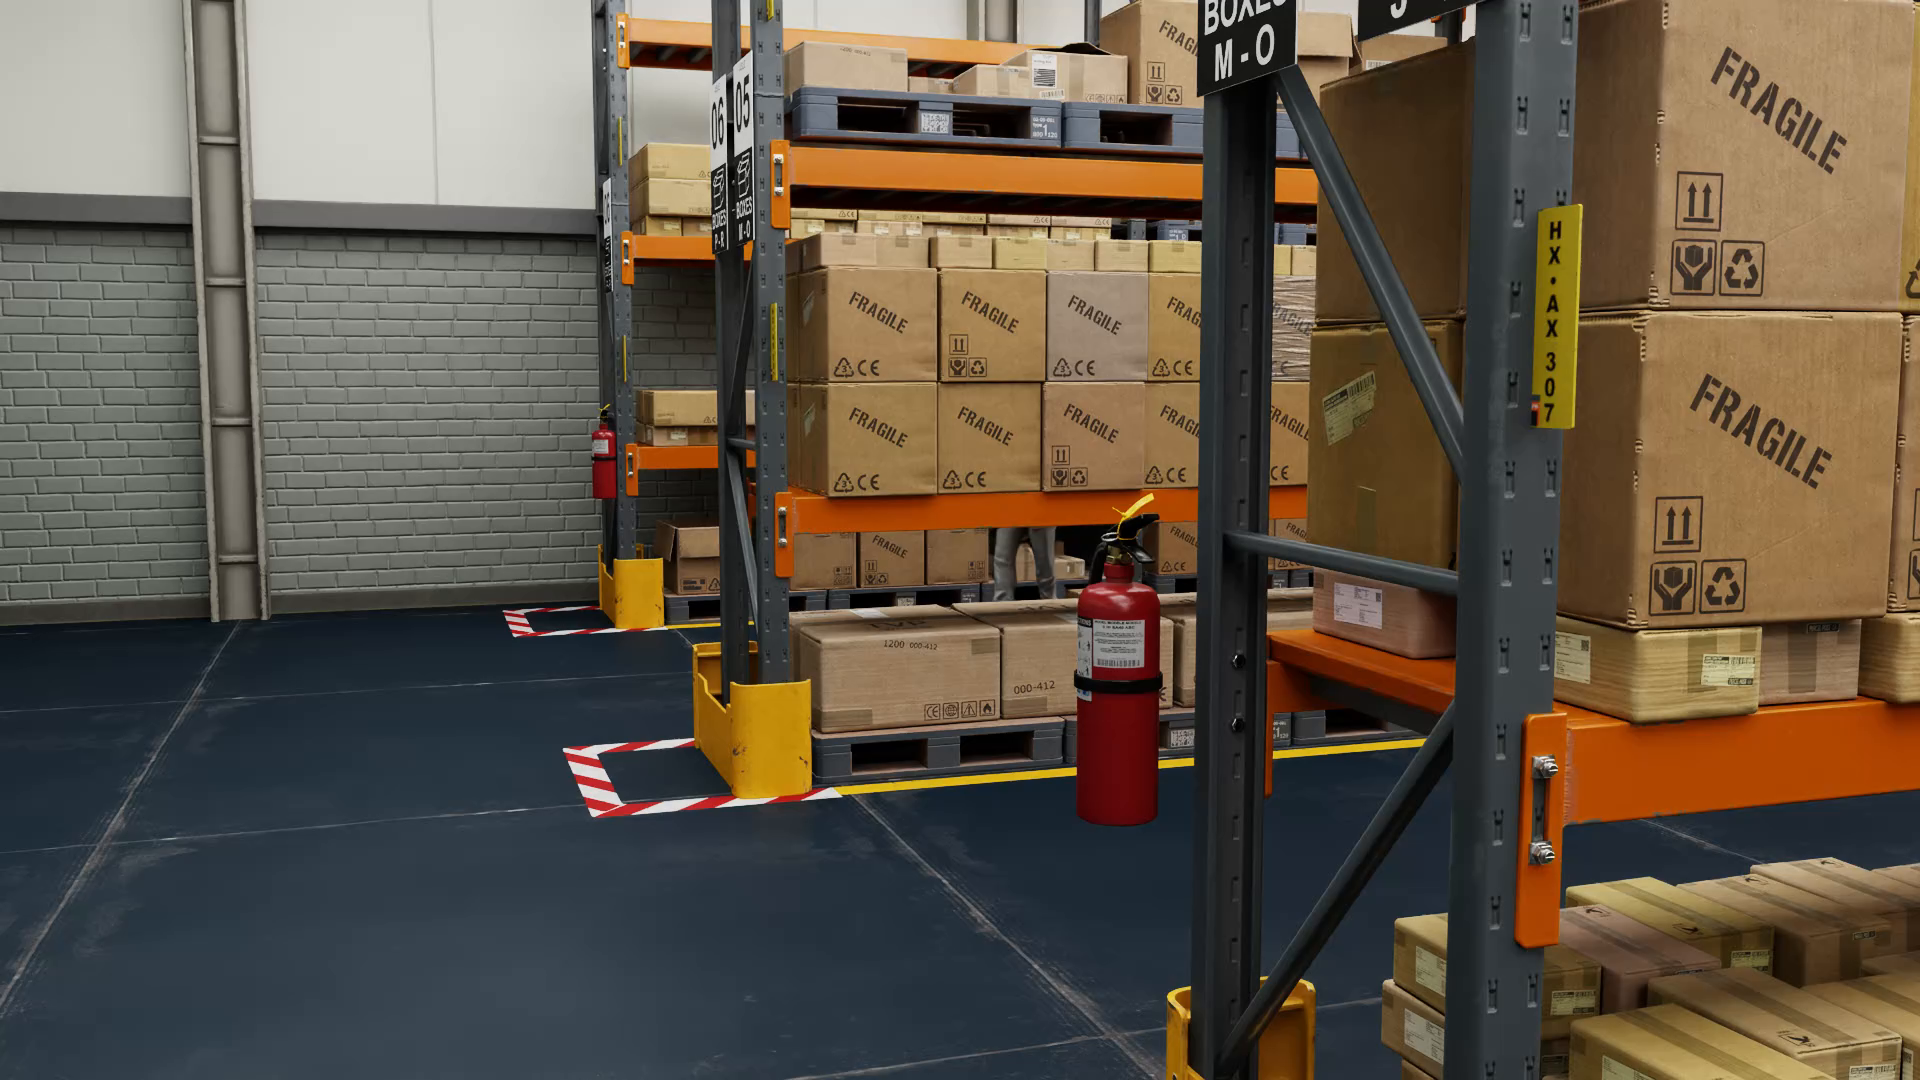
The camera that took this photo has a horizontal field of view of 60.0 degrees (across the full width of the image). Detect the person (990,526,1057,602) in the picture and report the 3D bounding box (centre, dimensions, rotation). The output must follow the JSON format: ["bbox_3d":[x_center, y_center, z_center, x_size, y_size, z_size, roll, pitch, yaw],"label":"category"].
[{"bbox_3d":[0.449,-0.197,11.800,0.559,1.646,0.623,3,6,24],"label":"person"}]
